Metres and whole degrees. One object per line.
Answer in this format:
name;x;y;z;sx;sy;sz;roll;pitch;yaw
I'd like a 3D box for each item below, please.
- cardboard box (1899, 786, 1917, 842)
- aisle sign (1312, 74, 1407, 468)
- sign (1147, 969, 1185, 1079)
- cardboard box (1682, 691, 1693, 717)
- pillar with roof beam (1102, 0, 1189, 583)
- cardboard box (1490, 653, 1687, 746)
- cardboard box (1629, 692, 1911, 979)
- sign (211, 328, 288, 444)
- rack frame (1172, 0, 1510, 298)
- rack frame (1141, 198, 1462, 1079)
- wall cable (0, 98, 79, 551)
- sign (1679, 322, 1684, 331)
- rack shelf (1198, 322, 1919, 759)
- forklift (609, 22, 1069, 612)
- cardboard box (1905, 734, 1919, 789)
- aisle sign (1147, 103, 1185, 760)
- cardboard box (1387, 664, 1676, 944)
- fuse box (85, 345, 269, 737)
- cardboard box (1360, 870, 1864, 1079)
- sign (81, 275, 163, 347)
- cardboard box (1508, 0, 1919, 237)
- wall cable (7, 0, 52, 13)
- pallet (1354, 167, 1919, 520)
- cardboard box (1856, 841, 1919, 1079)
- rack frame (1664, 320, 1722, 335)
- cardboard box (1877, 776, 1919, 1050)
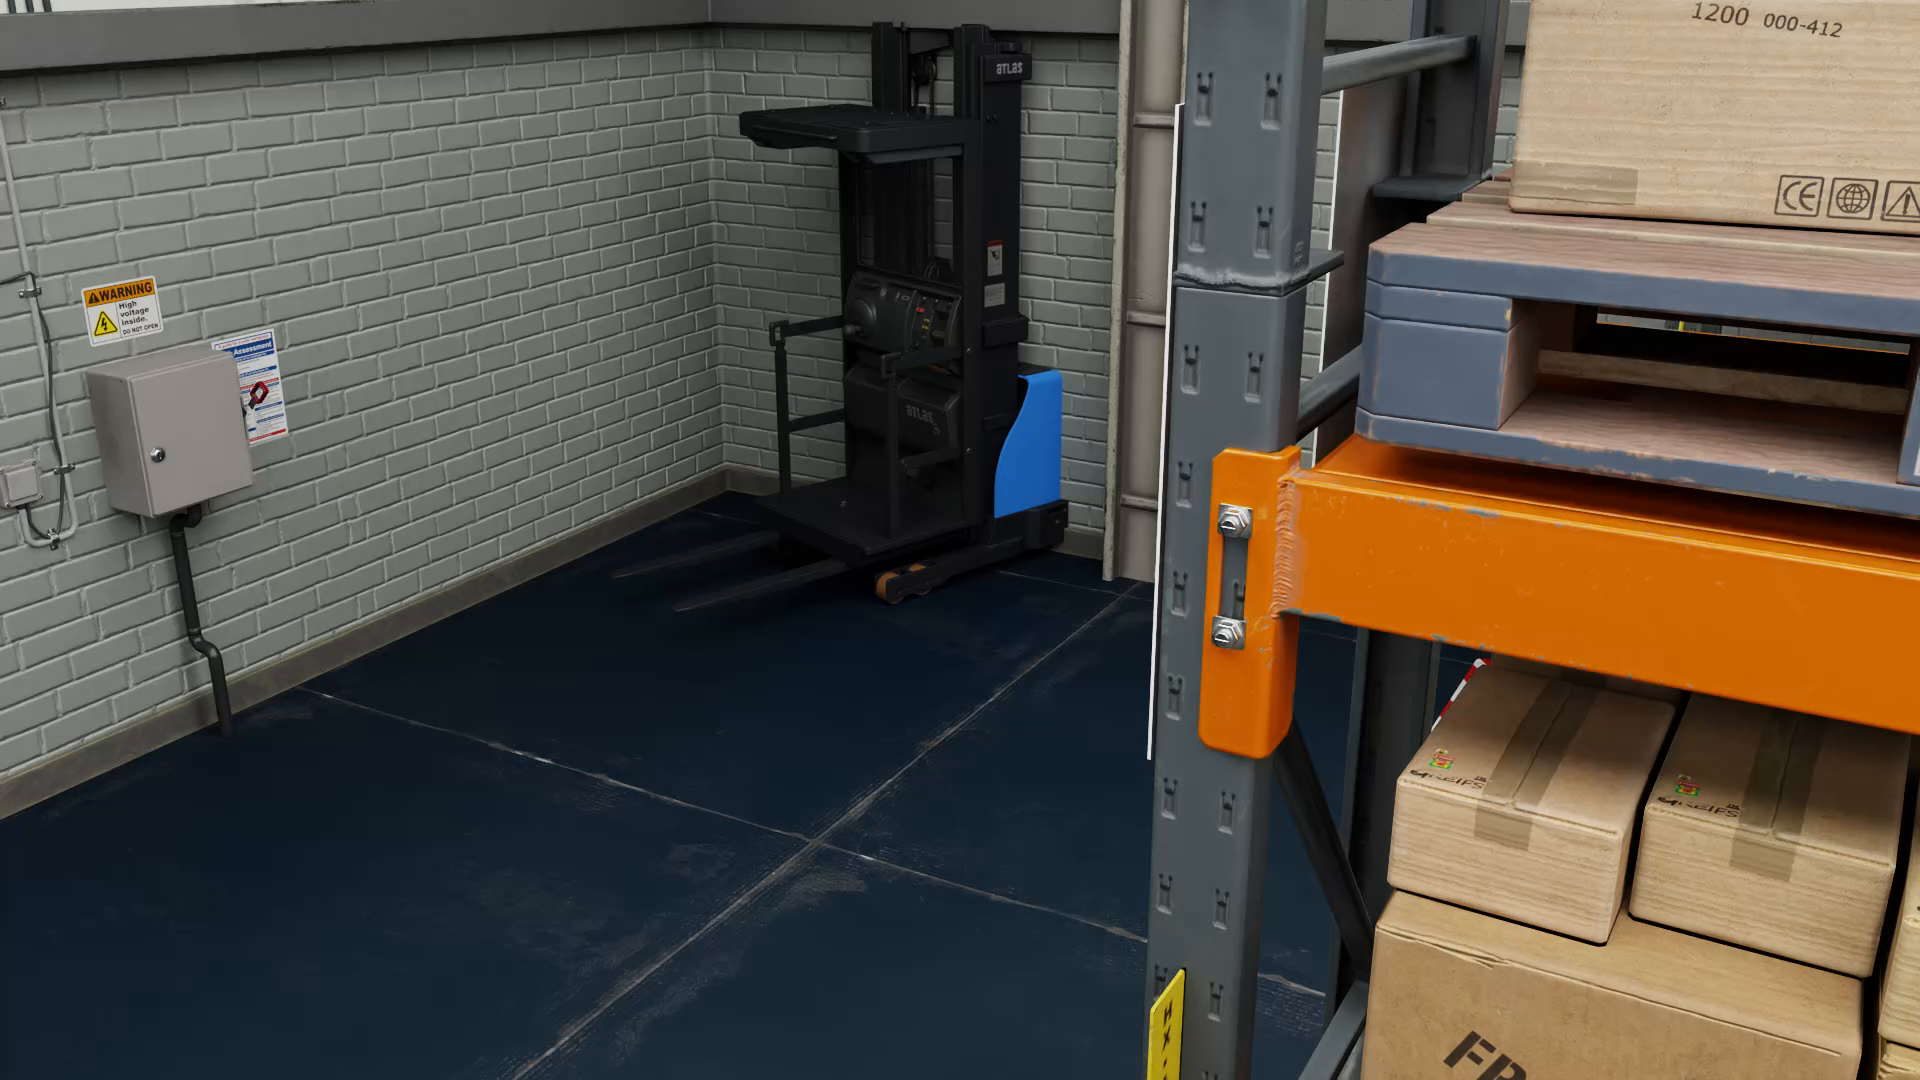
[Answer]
cardboard box;1.542;0.561;2.306;0.500;0.500;0.500;11;23;27
aisle sign;0.623;-0.336;2.579;0.004;0.787;0.394;11;23;27
sign;0.258;0.711;2.121;0.005;0.325;0.100;11;23;27
cardboard box;1.179;0.204;2.340;0.250;0.149;0.380;11;23;28
pillar with roof beam;-1.062;-2.743;4.230;0.400;9.000;9.100;11;23;27
cardboard box;0.945;0.169;2.437;0.250;0.149;0.380;11;23;28
cardboard box;0.973;0.333;1.985;0.250;0.149;0.380;11;23;29
sign;-3.188;-0.678;7.475;0.001;0.494;0.329;11;23;27
rack frame;0.534;-1.829;1.712;0.127;3.000;1.000;11;23;27
rack frame;0.534;0.991;2.735;0.127;3.000;1.000;11;23;27
wall cable;-3.718;-0.842;6.297;0.122;1.984;0.588;11;23;27
sign;2.687;-0.733;6.217;0.005;0.325;0.100;11;23;27
rack shelf;2.280;0.251;1.429;4.000;0.370;1.077;11;23;27
forklift;-0.478;-1.238;8.979;3.031;2.935;1.130;-16;26;-38
cardboard box;1.445;0.222;2.291;0.250;0.149;0.380;11;22;27
aisle sign;0.330;-0.157;2.087;0.004;0.787;0.394;11;23;27
cardboard box;0.709;0.310;2.047;0.250;0.149;0.380;11;23;28
fuse box;-3.248;0.065;7.178;0.414;1.711;0.539;11;23;27
cardboard box;0.814;0.638;2.094;0.500;0.500;0.500;10;22;26
sign;-3.456;-0.947;6.867;0.001;0.242;0.339;11;23;27
cardboard box;0.971;-0.545;2.028;0.500;0.250;0.500;9;22;22
wall cable;-2.808;-3.756;6.967;0.133;3.039;2.988;11;23;27
pallet;1.187;-0.257;1.907;1.213;0.211;1.003;11;23;27
cardboard box;1.269;0.722;1.863;0.500;0.500;0.500;10;22;26
rack frame;2.952;-0.488;6.810;0.127;3.000;1.000;11;23;27
cardboard box;1.144;0.410;1.772;0.250;0.149;0.380;12;23;29
